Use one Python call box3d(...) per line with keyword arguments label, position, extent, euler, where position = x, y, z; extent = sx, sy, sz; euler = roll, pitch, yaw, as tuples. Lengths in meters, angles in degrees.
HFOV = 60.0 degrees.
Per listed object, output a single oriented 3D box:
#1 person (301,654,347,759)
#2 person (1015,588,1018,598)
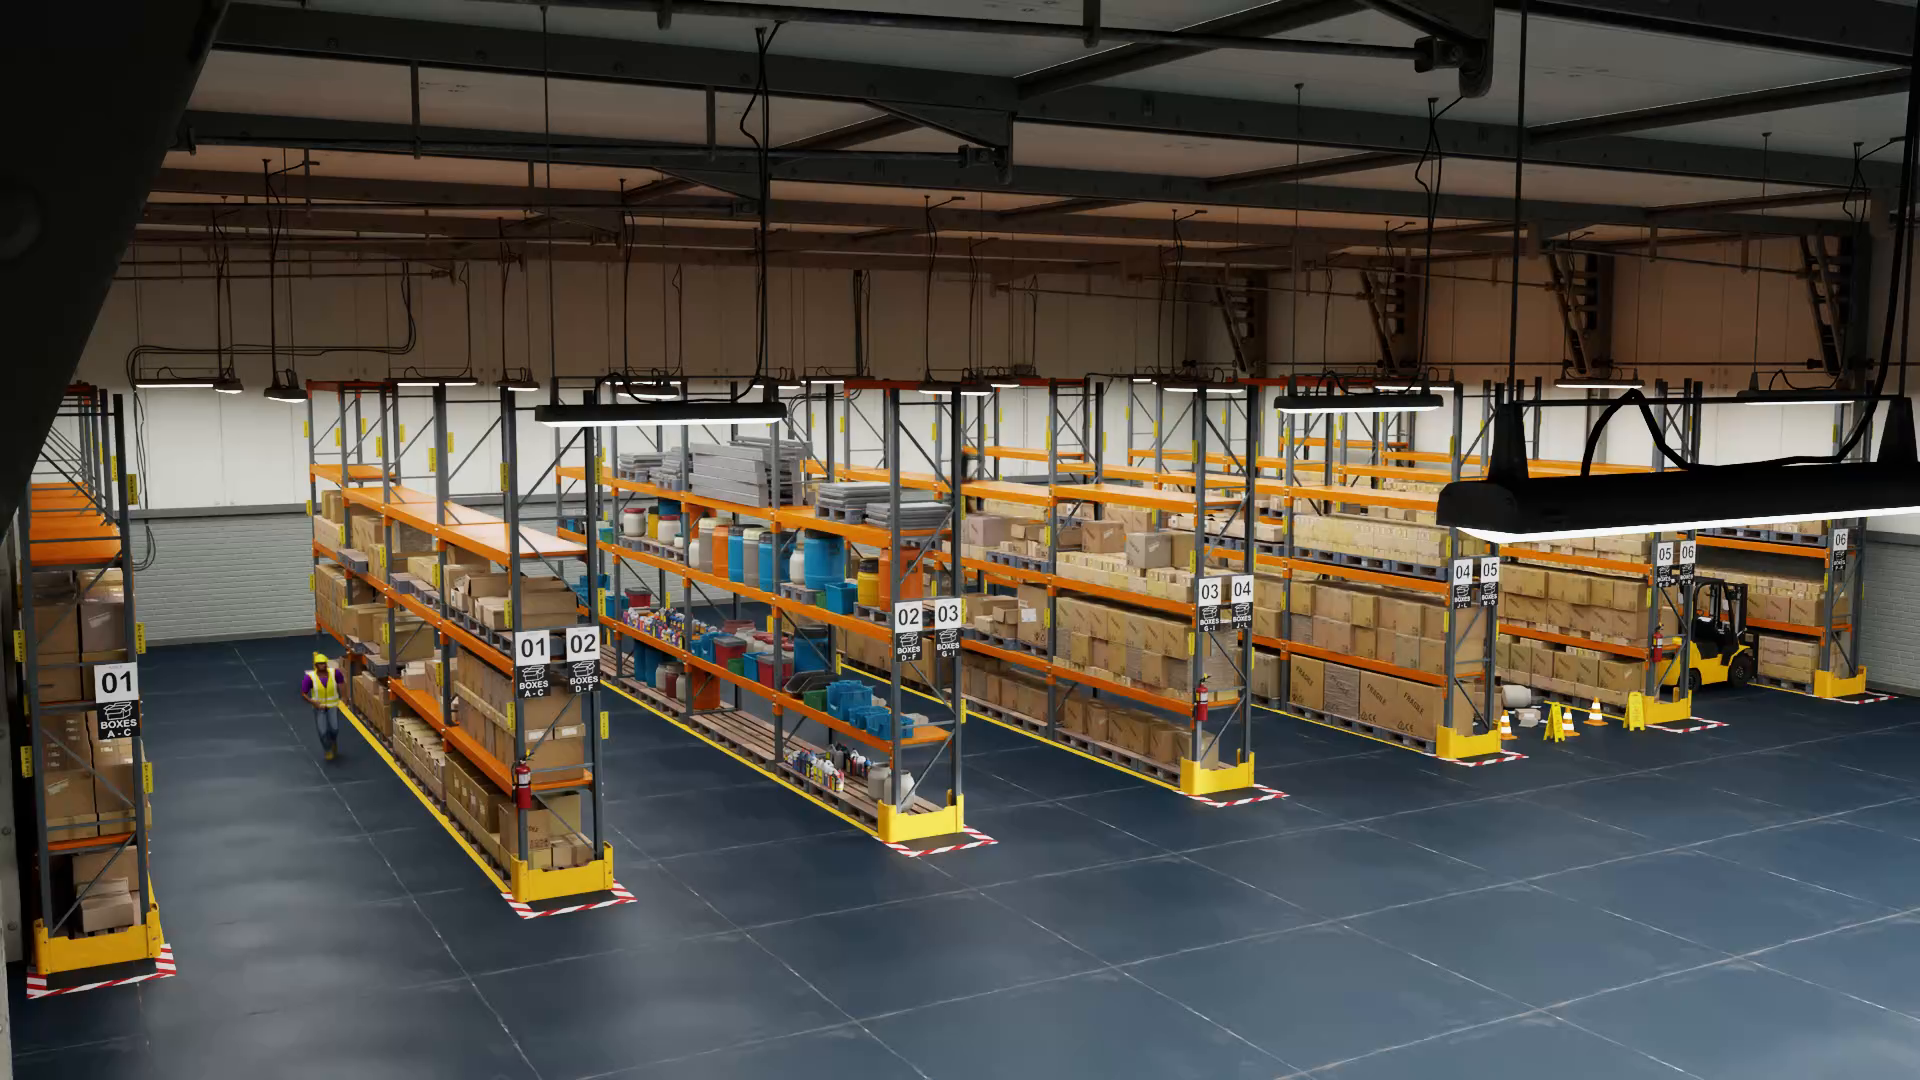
box3d(label="person", position=(-10.133, 2.658, 26.513), extent=(0.699, 1.719, 0.563), euler=(-3, 7, -26))
box3d(label="person", position=(1.719, 0.704, 44.517), extent=(0.669, 1.759, 0.912), euler=(5, 8, 37))
